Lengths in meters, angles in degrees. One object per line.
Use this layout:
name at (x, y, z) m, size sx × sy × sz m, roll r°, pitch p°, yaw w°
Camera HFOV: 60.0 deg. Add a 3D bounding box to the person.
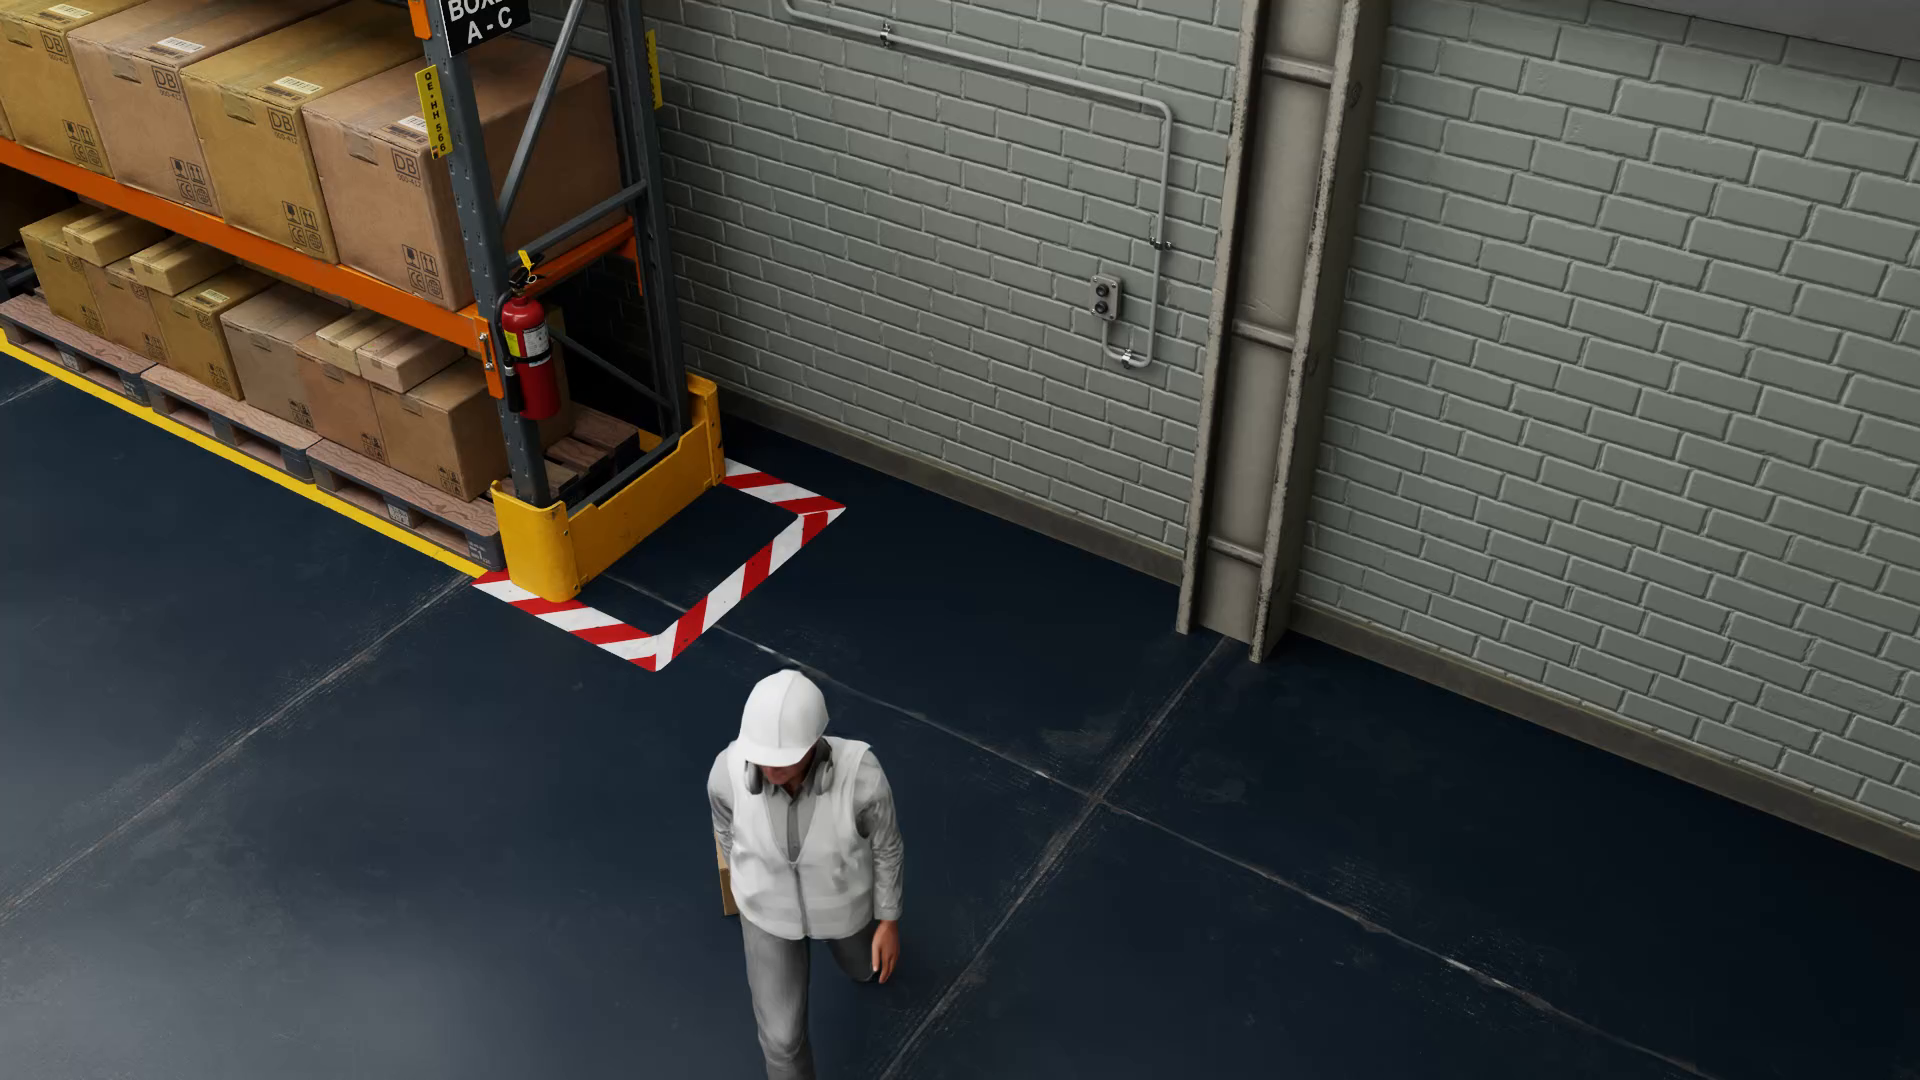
person at (-0.432, 0.997, 4.861) m, size 0.542 × 1.729 × 1.012 m, roll -2°, pitch 38°, yaw -2°
